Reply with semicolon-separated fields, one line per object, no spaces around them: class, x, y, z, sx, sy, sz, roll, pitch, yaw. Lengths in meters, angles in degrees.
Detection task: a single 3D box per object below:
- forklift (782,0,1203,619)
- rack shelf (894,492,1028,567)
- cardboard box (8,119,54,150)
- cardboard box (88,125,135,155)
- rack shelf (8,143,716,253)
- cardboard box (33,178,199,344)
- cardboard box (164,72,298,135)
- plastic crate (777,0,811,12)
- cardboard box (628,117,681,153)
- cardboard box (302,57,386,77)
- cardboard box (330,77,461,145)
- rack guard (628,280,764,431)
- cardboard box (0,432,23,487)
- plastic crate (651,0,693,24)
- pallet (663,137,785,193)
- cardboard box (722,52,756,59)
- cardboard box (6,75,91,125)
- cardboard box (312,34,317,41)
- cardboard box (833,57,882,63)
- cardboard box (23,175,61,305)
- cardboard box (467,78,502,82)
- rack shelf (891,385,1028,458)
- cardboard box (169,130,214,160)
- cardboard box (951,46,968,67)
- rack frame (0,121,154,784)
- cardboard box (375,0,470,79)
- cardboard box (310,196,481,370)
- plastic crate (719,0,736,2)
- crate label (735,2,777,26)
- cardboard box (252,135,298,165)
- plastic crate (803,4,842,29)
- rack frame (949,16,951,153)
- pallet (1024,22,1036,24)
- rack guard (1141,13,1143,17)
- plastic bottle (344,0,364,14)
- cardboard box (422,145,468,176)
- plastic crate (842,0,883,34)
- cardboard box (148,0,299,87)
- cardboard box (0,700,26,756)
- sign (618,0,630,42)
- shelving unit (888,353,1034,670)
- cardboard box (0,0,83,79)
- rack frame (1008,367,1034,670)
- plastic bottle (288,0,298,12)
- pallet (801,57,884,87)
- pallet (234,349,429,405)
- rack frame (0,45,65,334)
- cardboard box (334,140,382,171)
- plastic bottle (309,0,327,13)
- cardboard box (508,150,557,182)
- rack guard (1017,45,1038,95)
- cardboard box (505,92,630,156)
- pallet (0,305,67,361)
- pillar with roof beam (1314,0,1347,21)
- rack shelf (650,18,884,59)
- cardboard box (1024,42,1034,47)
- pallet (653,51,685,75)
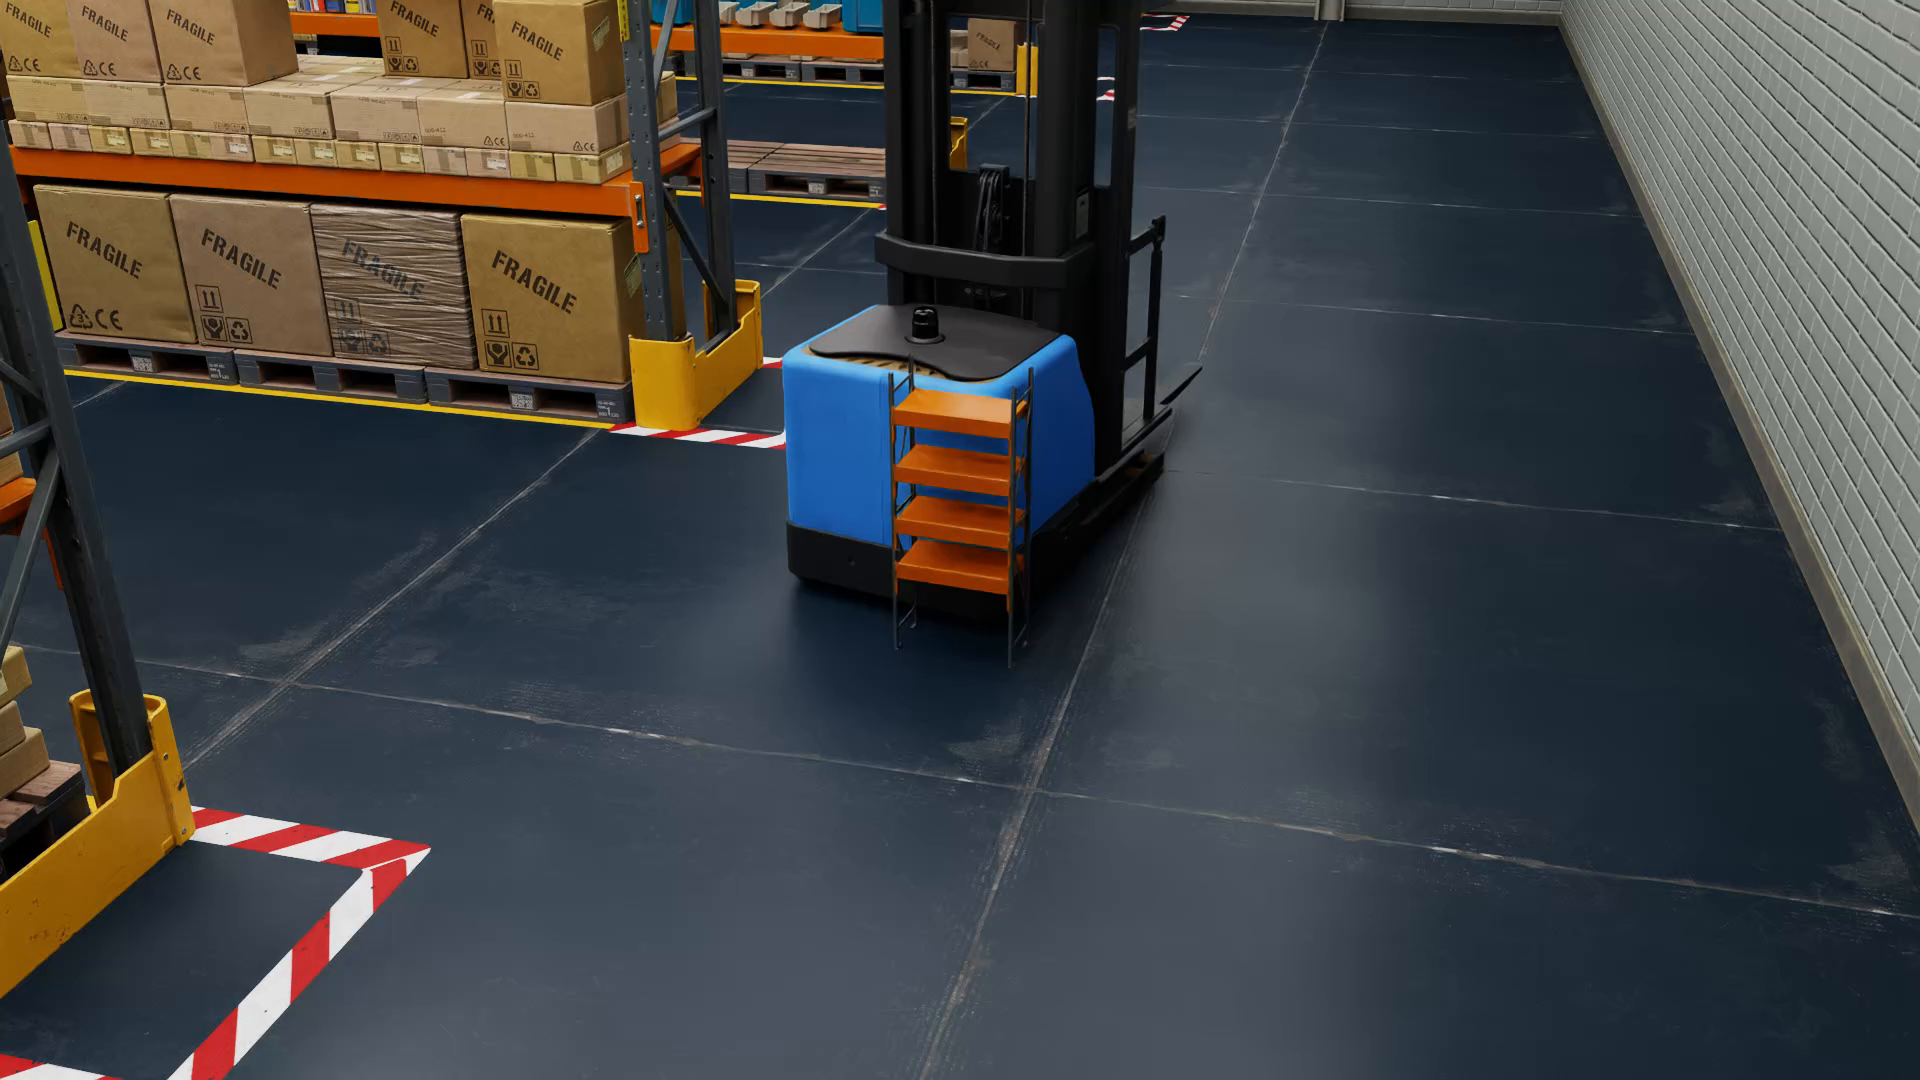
forklift;0.367;-1.596;7.692;1.130;2.935;3.031;12;28;24
rack shelf;0.006;-0.044;6.601;0.480;0.148;0.258;8;27;17
cardboard box;-5.165;-2.343;9.475;0.250;0.149;0.380;6;26;13
cardboard box;-4.655;-2.287;9.357;0.250;0.149;0.380;7;26;15
rack shelf;-3.432;-2.088;9.483;4.000;0.370;1.077;6;26;13
cardboard box;-4.750;-1.753;9.926;0.875;0.875;0.875;6;26;13
cardboard box;-3.995;-2.426;9.184;0.500;0.250;0.500;7;26;14
plastic crate;-1.365;-4.474;13.894;0.298;0.136;0.250;6;26;13
cardboard box;-1.756;-2.261;9.301;0.250;0.149;0.380;7;26;14
cardboard box;-3.390;-2.591;9.531;0.500;0.250;0.500;6;26;12
cardboard box;-3.014;-2.315;8.952;0.500;0.250;0.500;5;26;11
rack guard;-1.472;-1.067;9.410;0.348;0.500;1.175;6;26;13
cardboard box;-3.060;-0.202;4.977;0.250;0.149;0.380;6;26;13
plastic crate;-2.314;-4.325;13.470;0.300;0.233;0.416;6;26;13
pallet;-2.228;-3.237;14.305;1.213;0.211;1.003;6;26;13
cardboard box;-2.545;-5.600;18.639;0.500;0.311;0.500;6;26;13
cardboard box;-4.979;-2.534;9.412;0.500;0.250;0.500;6;26;12
cardboard box;-7.342;-6.082;19.745;0.500;0.250;0.500;7;26;14
cardboard box;-1.077;-5.623;18.464;0.637;0.503;0.797;6;26;13
cardboard box;-5.994;-1.917;10.271;0.875;0.875;1.225;6;26;13
cardboard box;-2.398;-2.482;9.302;0.500;0.250;0.500;6;26;12
rack shelf;0.005;-0.458;6.401;0.480;0.148;0.258;8;27;17
cardboard box;-4.153;-2.232;9.242;0.250;0.149;0.380;6;26;12
cardboard box;0.018;-5.278;18.131;0.250;0.166;0.380;6;26;13
rack frame;-2.828;-0.144;4.564;0.127;3.000;1.000;6;26;13
cardboard box;-2.880;-2.874;9.253;0.500;0.500;0.500;6;26;12
cardboard box;-3.016;-1.561;9.524;0.875;0.875;0.875;6;26;13
plastic crate;-1.984;-4.549;13.940;0.300;0.233;0.416;6;26;13
crate label;-1.649;-4.237;13.397;0.243;0.136;0.396;6;26;13
cardboard box;-3.655;-2.177;9.125;0.250;0.149;0.380;6;26;11
plastic crate;-1.096;-4.181;13.278;0.243;0.136;0.396;6;26;13
rack frame;-0.261;-4.261;13.210;0.127;3.000;1.000;6;26;13
pallet;1.412;-7.179;22.584;1.213;0.211;1.003;6;26;13
rack guard;2.229;-7.254;22.405;0.348;0.500;1.175;6;26;13
plastic bottle;-5.107;-4.629;14.040;0.185;0.351;0.144;6;26;13
cardboard box;-2.659;-2.068;8.896;0.250;0.149;0.380;7;26;14
plastic crate;-0.632;-4.262;13.101;0.499;0.435;0.616;6;26;13
cardboard box;-3.989;-2.765;9.023;0.500;0.500;0.500;5;26;11
cardboard box;-3.271;0.656;5.365;0.250;0.149;0.380;7;26;15
sign;-1.643;-2.604;8.107;0.005;0.325;0.100;6;26;13
shelving unit;0.006;-0.104;6.572;0.503;1.200;0.258;8;27;17
cardboard box;-4.969;-2.874;9.254;0.500;0.500;0.500;6;26;13
rack frame;0.236;-0.070;6.500;0.015;1.200;0.240;8;27;17
plastic bottle;-5.689;-4.615;14.186;0.097;0.201;0.097;0;25;0
pallet;-1.048;-5.288;18.611;1.213;0.211;1.003;6;26;13
pallet;-3.467;-1.124;9.865;1.213;0.211;1.003;6;26;13
rack frame;-5.369;-2.627;9.778;0.127;3.000;1.000;6;26;13
cardboard box;-3.163;-2.122;9.011;0.250;0.149;0.380;6;26;13
plastic bottle;-5.440;-4.634;14.137;0.135;0.276;0.152;6;26;13
cardboard box;-2.174;-2.013;8.782;0.250;0.149;0.380;7;26;14
rack guard;0.902;-5.202;18.095;0.348;0.500;1.175;6;26;13
cardboard box;-2.030;-2.207;8.724;0.500;0.250;0.500;6;26;12
pallet;-6.135;-1.419;10.485;1.213;0.211;1.003;6;26;13
pillar with roof beam;3.964;-9.373;16.968;0.400;9.000;9.100;6;26;13
rack shelf;-2.198;-4.150;13.814;4.000;0.370;1.077;6;26;13
cardboard box;0.656;-5.422;18.453;0.250;0.149;0.380;6;26;13
pallet;-3.695;-5.563;19.189;1.213;0.211;1.003;6;26;13
